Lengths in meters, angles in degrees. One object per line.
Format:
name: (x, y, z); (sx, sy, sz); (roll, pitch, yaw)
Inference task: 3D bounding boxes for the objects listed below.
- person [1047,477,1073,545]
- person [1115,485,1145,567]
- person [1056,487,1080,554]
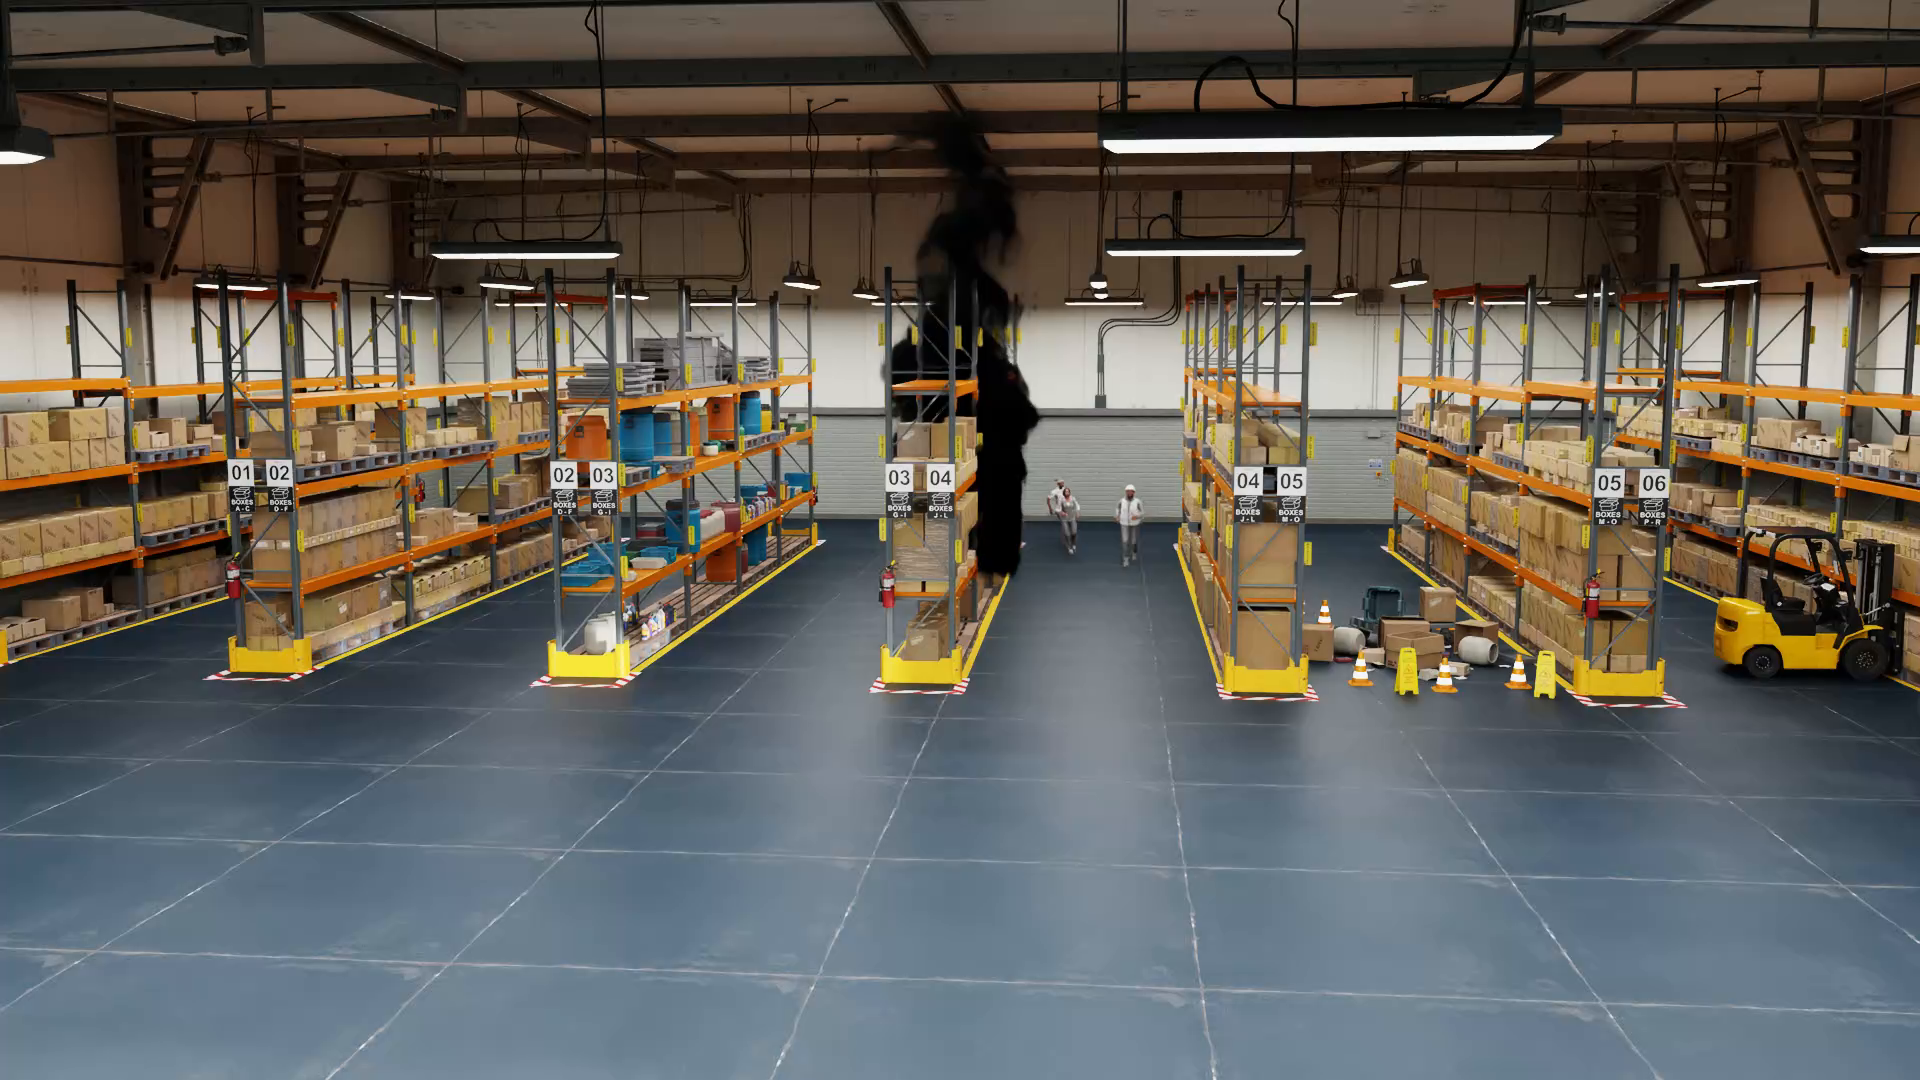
person: (2.442, -0.654, 39.789); (0.647, 1.726, 0.711); (-3, 8, -26)
person: (3.751, -0.338, 36.773); (0.669, 1.780, 0.821); (1, 7, 12)
person: (2.496, -0.440, 38.408); (0.573, 1.556, 0.501); (0, 7, -4)
